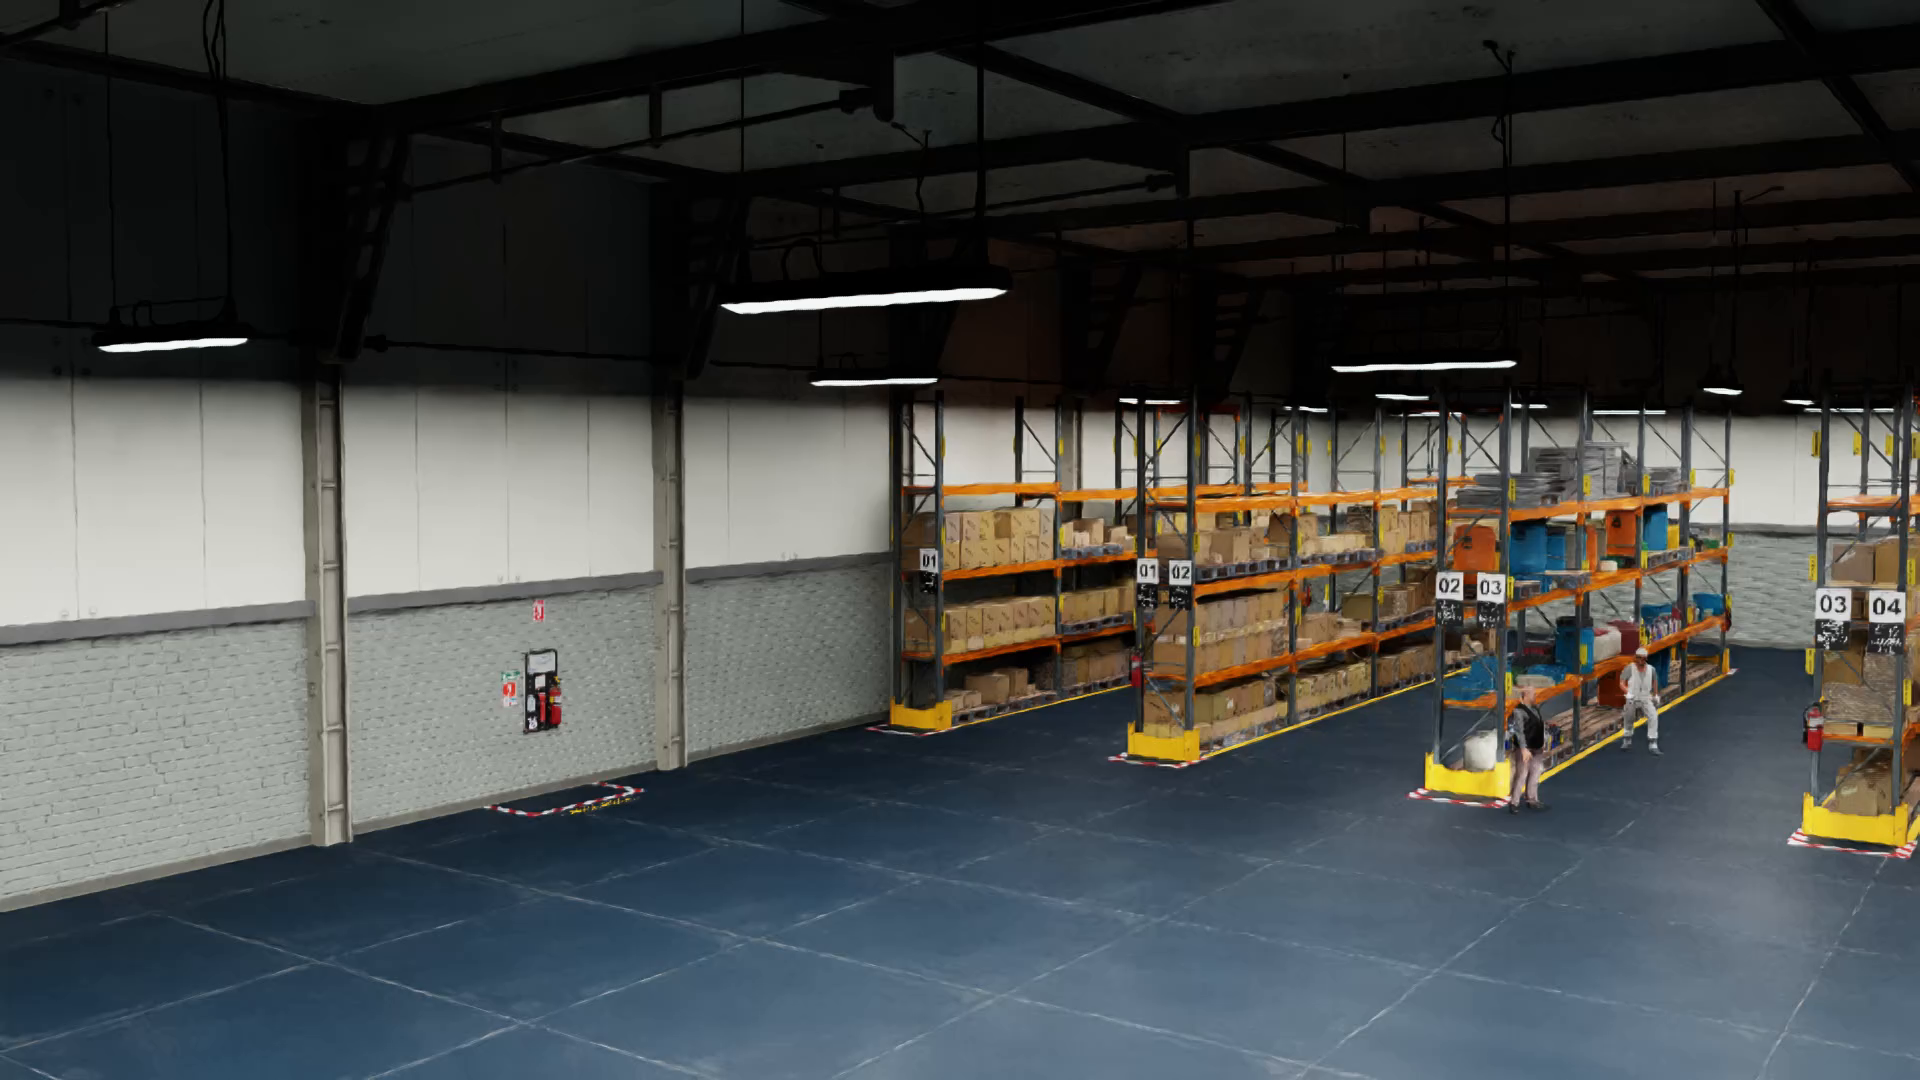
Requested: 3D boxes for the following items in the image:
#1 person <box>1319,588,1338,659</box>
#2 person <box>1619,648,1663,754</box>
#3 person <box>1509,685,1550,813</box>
[{"bbox_3d":[8.494,1.955,38.298,0.444,1.781,0.604,1,3,11],"label":"person"},{"bbox_3d":[11.079,2.604,27.110,0.671,1.727,0.773,1,3,12],"label":"person"},{"bbox_3d":[7.769,2.843,22.739,0.681,1.724,0.388,-3,4,-44],"label":"person"}]
